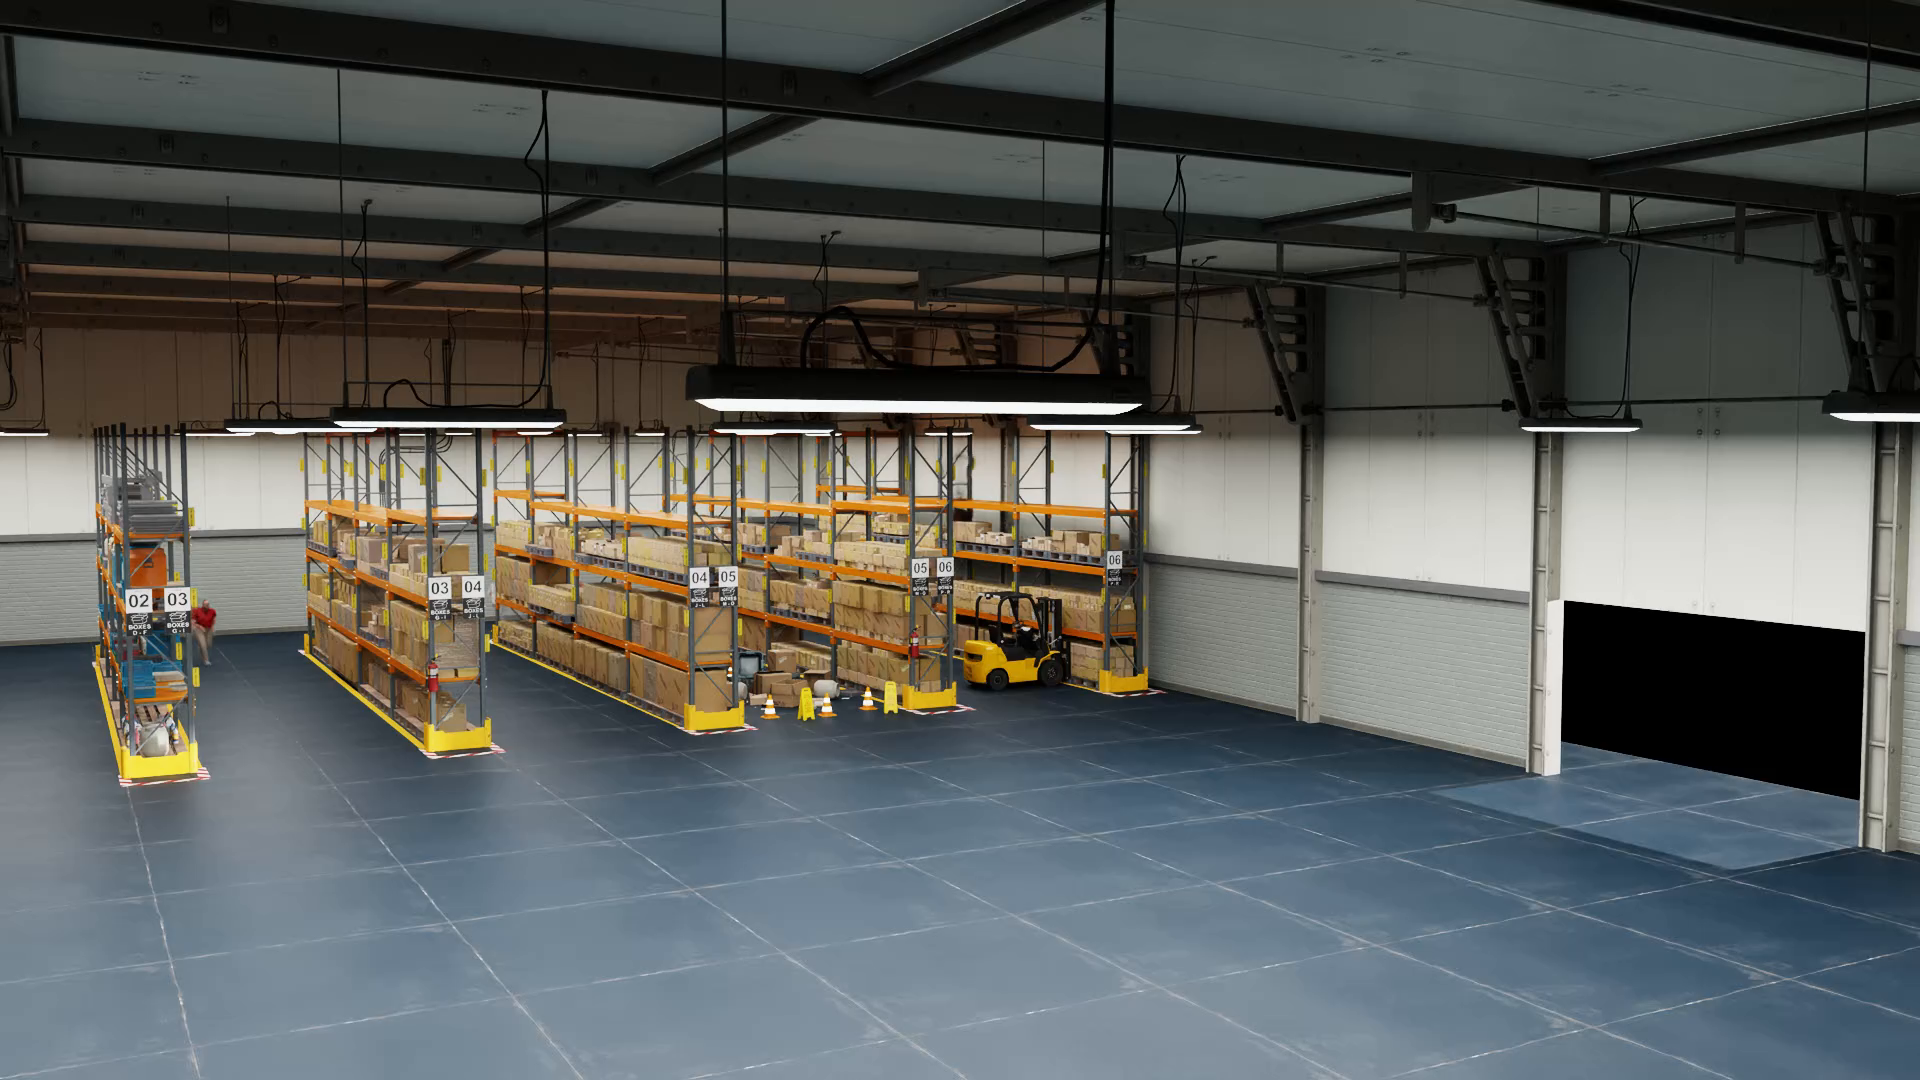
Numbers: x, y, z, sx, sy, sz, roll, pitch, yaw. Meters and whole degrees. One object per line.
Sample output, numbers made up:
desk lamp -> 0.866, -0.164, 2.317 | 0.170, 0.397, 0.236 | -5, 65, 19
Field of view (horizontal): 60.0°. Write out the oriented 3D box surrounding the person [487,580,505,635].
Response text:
person -> -13.568, 1.850, 48.899 | 0.644, 1.783, 0.948 | 1, 4, 12

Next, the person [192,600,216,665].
person -> -19.270, 2.340, 42.330 | 0.663, 1.681, 0.780 | -3, 4, -38
